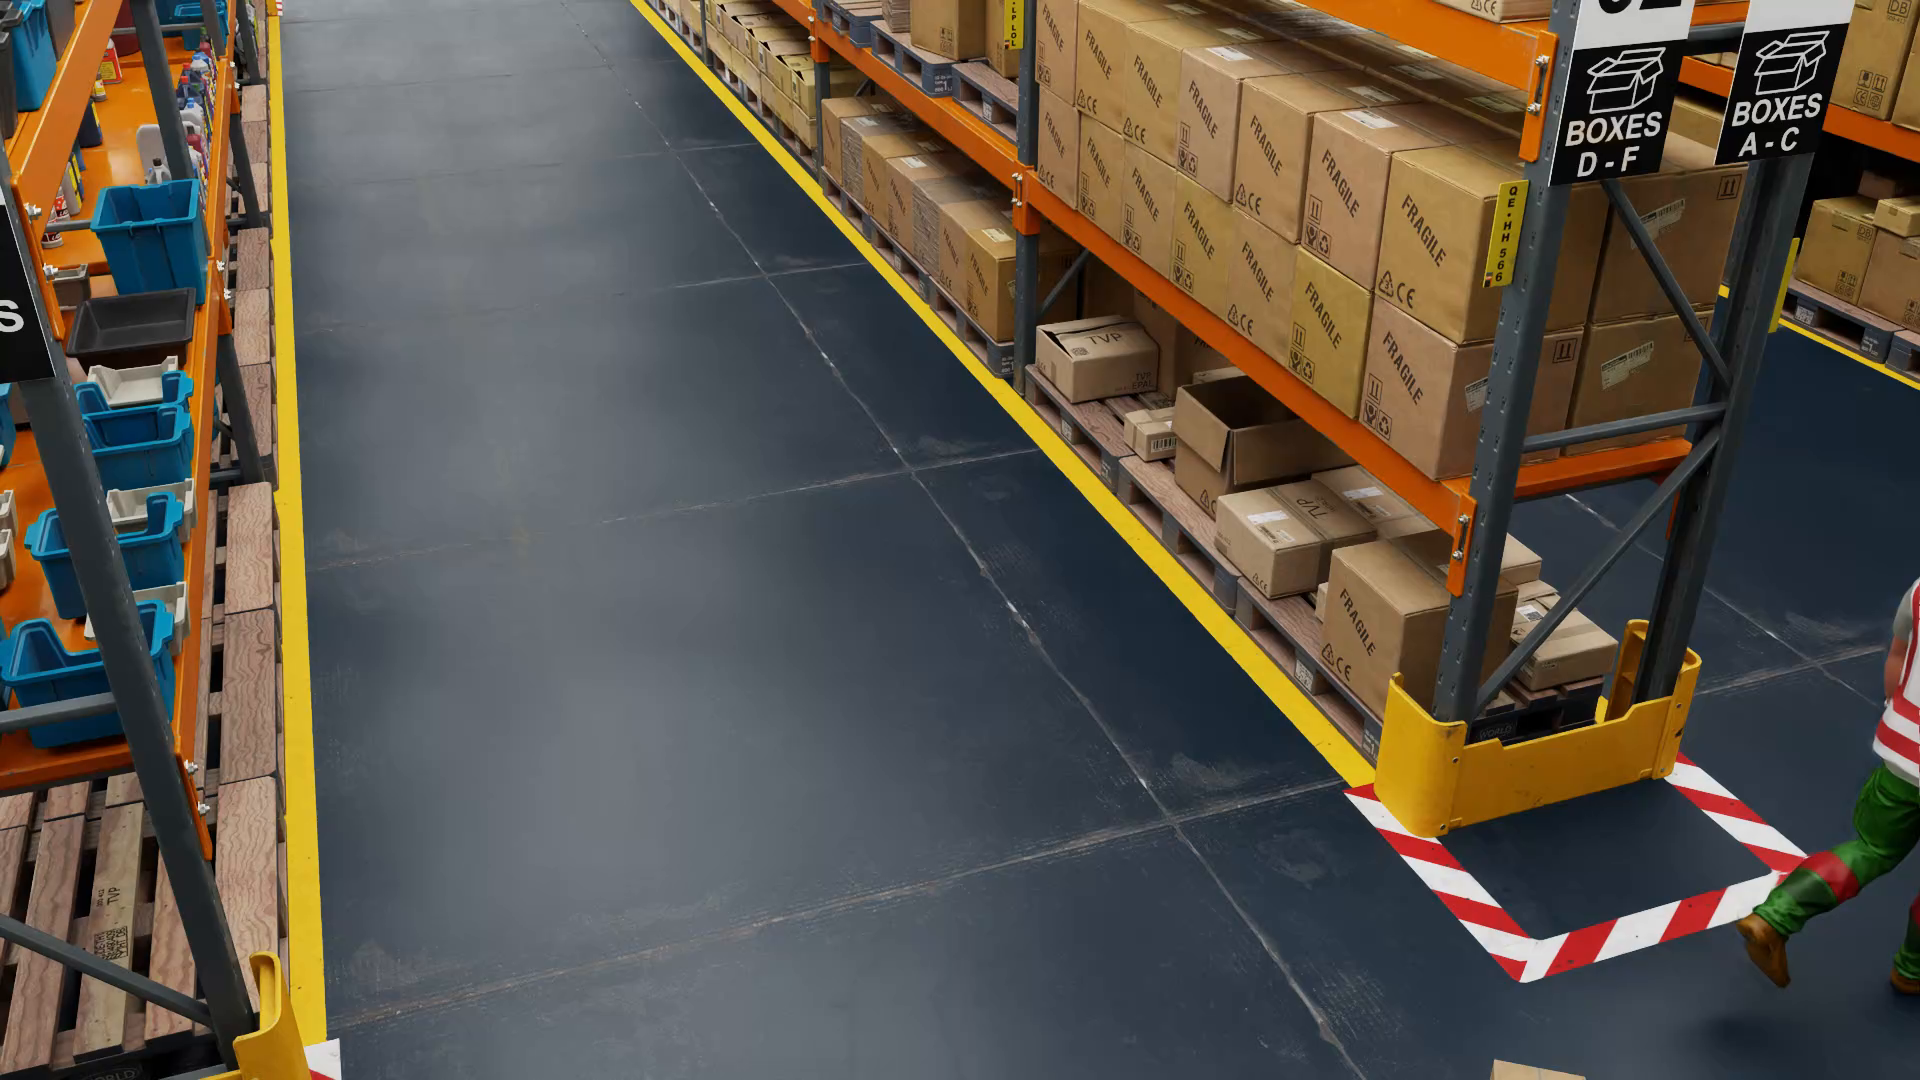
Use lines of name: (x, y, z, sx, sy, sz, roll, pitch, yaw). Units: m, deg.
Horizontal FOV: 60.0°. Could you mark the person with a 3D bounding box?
person: (2.860, 0.675, 4.921, 0.858, 1.754, 0.575, -11, 31, -19)
